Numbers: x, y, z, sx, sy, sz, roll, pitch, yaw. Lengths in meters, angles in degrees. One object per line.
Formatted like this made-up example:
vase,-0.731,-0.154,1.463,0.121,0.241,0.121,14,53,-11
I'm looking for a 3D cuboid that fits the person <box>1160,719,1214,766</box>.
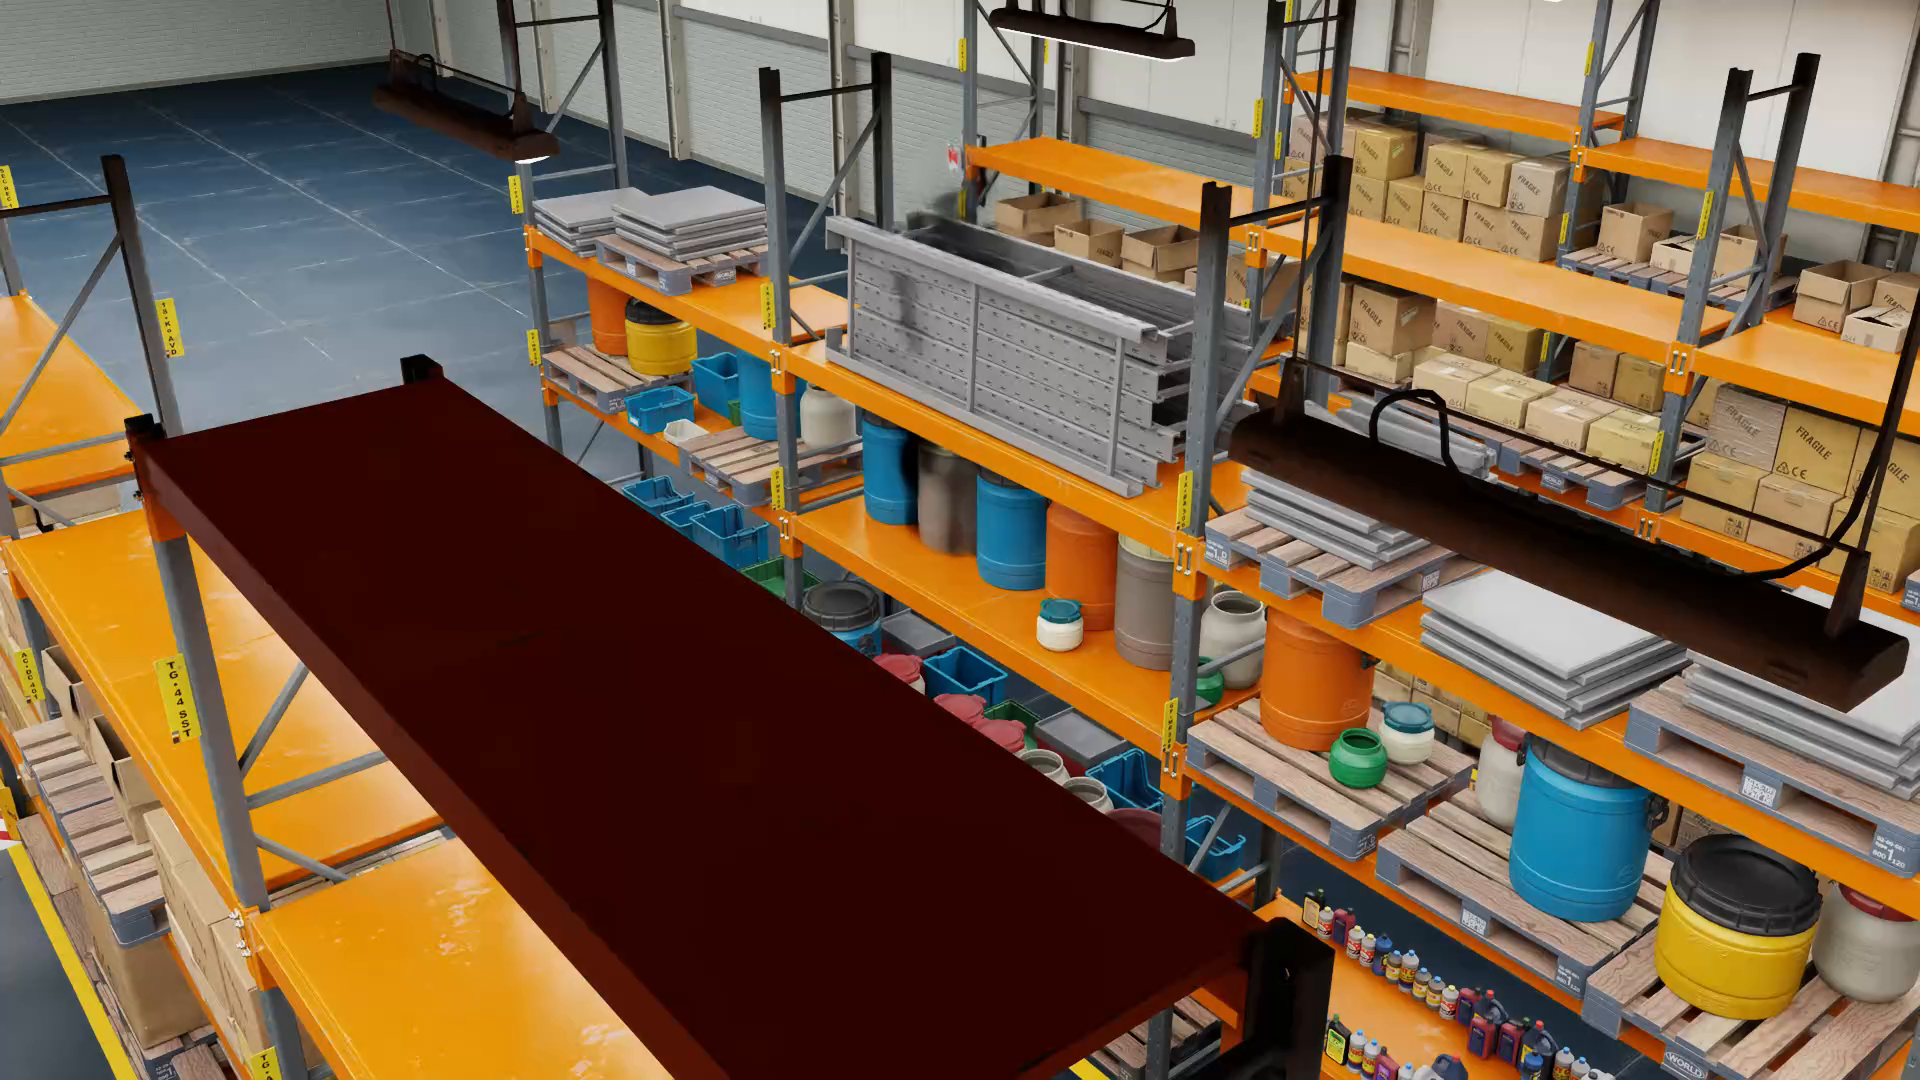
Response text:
person,1.943,1.222,13.172,0.765,1.689,0.600,23,34,38
